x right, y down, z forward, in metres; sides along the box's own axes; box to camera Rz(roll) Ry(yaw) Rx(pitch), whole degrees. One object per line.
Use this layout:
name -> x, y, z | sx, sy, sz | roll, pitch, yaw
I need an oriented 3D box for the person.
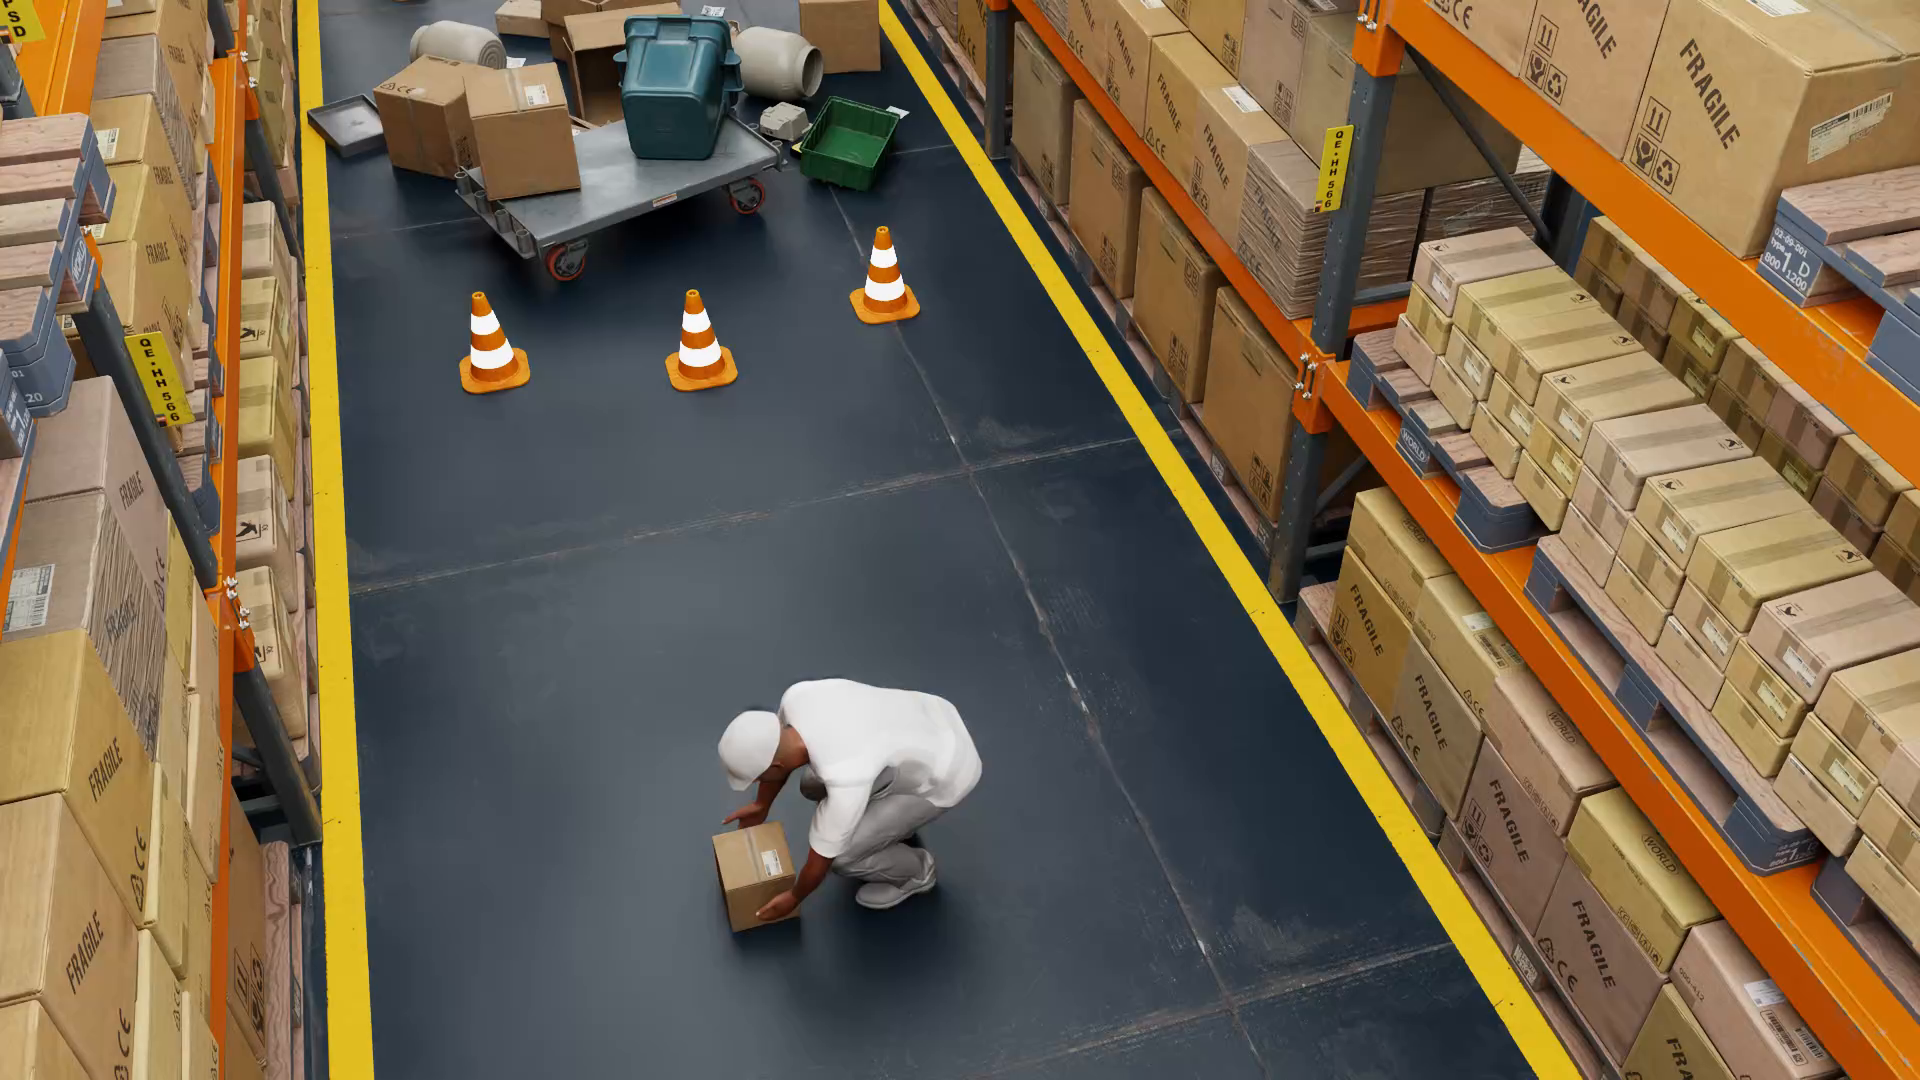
person -> -0.364, 0.871, 5.739 | 0.888, 1.016, 0.589 | -12, 43, -13
